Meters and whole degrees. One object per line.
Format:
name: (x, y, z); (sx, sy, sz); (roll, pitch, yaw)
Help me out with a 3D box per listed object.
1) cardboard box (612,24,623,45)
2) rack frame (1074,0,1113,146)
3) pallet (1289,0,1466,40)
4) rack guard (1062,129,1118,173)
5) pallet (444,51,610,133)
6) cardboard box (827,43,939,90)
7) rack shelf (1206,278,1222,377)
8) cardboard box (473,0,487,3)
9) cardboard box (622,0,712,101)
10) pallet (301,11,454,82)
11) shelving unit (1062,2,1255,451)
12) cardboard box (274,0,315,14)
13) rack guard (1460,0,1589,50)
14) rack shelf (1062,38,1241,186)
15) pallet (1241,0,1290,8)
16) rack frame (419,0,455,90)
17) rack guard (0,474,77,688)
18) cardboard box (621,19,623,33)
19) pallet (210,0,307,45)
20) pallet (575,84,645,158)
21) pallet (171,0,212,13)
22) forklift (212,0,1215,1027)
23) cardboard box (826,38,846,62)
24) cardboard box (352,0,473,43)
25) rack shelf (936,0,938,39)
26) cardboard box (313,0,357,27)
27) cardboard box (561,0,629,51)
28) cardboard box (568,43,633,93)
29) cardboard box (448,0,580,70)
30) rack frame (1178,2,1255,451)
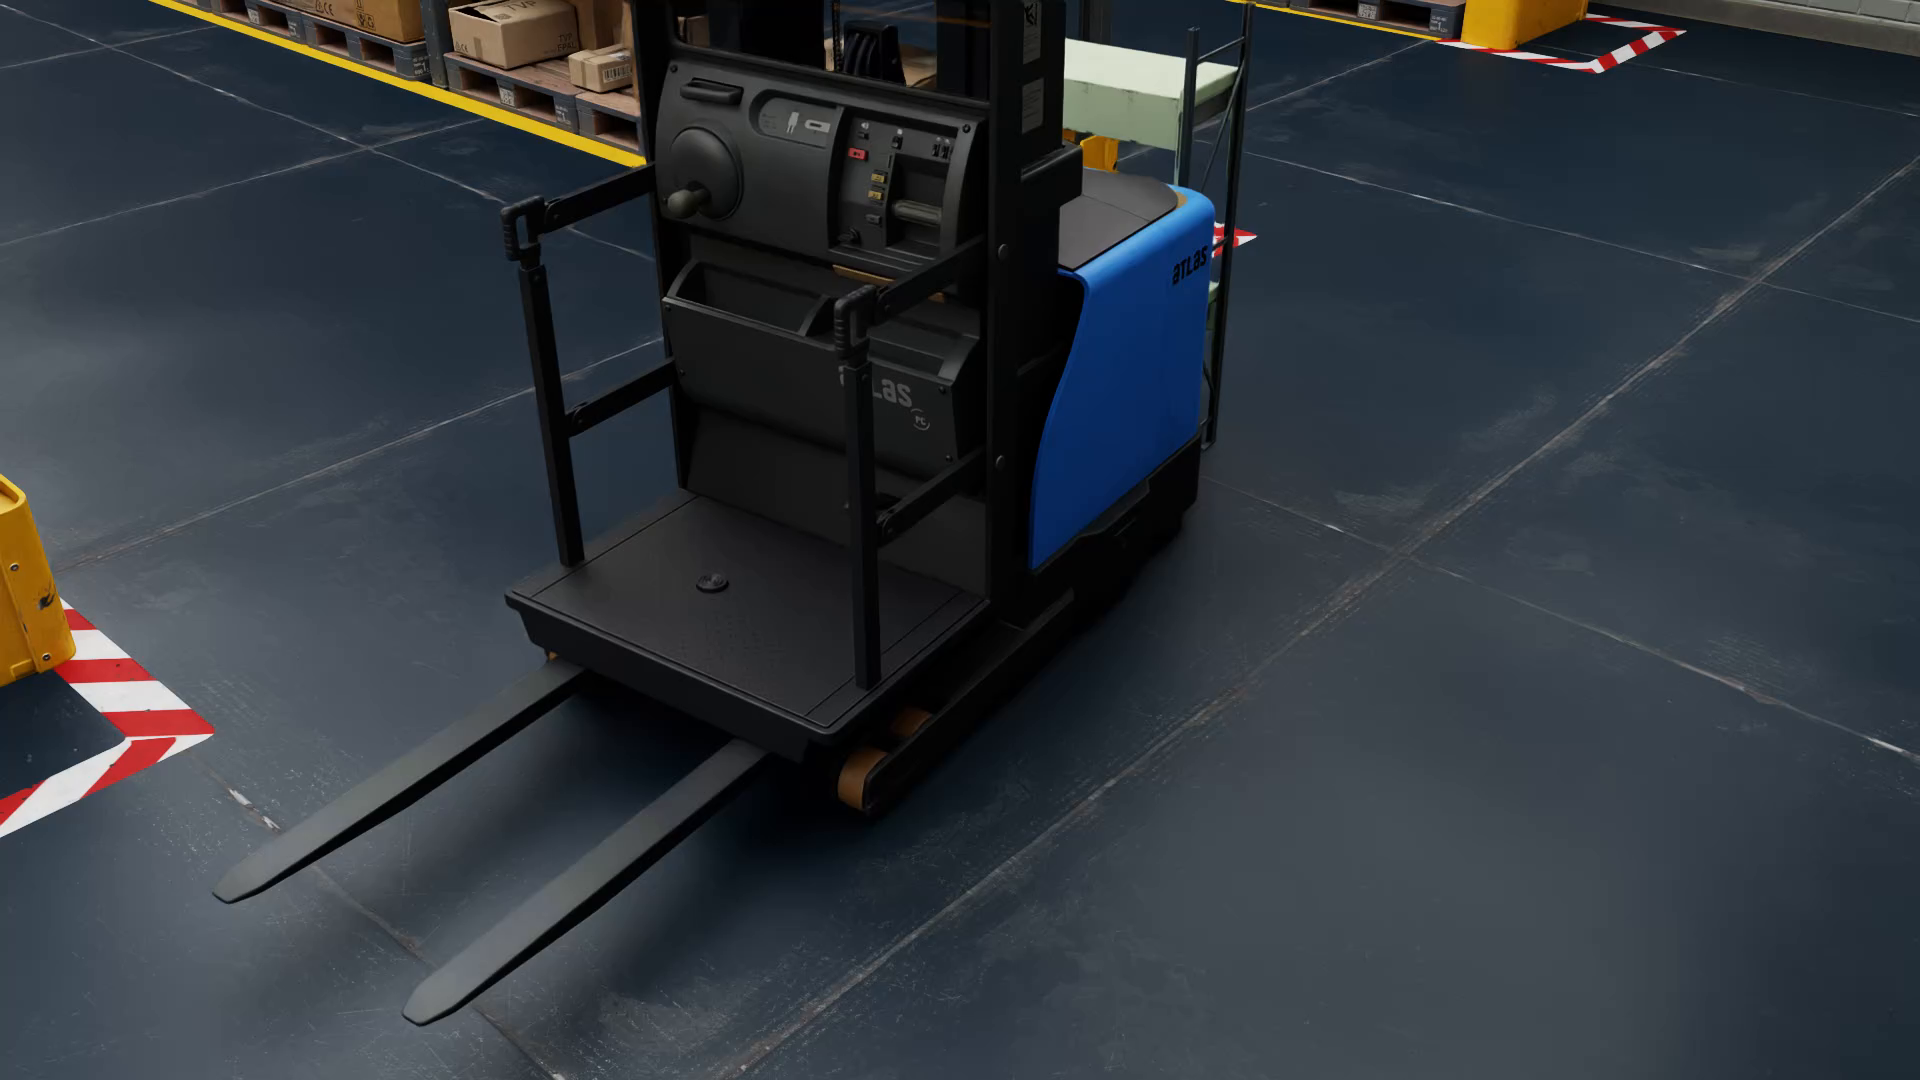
cardboard box: (-1.734, -2.848, 9.411); (0.250, 0.149, 0.380); (25, 39, 35)
rack frame: (0.301, -2.692, 6.814); (0.127, 3.000, 1.000); (25, 39, 35)
pallet: (2.977, -3.640, 11.092); (1.213, 0.211, 1.003); (25, 39, 35)
rack guard: (0.244, -1.648, 7.503); (0.348, 0.500, 1.175); (25, 39, 35)
pallet: (-2.156, -2.644, 9.438); (1.213, 0.211, 1.003); (25, 39, 35)
cardboard box: (-0.268, -1.904, 7.502); (0.500, 0.500, 0.500); (25, 39, 35)
rack shelf: (0.472, -0.732, 5.643); (0.720, 0.370, 0.431); (19, 36, 29)
cardboard box: (-2.860, -3.455, 10.078); (0.500, 0.500, 0.500); (23, 38, 33)
cardboard box: (-1.269, -2.548, 8.567); (0.637, 0.503, 0.797); (25, 39, 35)
pallet: (-3.293, -3.149, 10.277); (1.213, 0.211, 1.003); (25, 39, 35)
shelving unit: (0.472, -1.011, 5.475); (0.755, 1.500, 0.431); (19, 36, 29)
cardboard box: (-3.956, -3.604, 10.325); (0.500, 0.500, 0.500); (26, 39, 36)
rack guard: (3.640, -3.509, 10.594); (0.348, 0.500, 1.175); (25, 39, 35)
rack shelf: (0.472, -1.346, 5.274); (0.720, 0.370, 0.431); (19, 36, 29)
pallet: (2.076, -4.062, 11.794); (1.213, 0.211, 1.003); (25, 39, 35)
rack frame: (-2.665, -4.077, 9.114); (0.127, 3.000, 1.000); (25, 39, 35)
rack guard: (-2.999, 0.275, 4.309); (0.348, 0.500, 1.175); (25, 39, 35)
cardboard box: (-1.496, -2.765, 9.115); (0.500, 0.311, 0.500); (25, 39, 35)
pallet: (-4.202, -3.571, 10.978); (1.213, 0.211, 1.003); (25, 39, 35)
pallet: (-1.248, -2.222, 8.736); (1.213, 0.211, 1.003); (25, 39, 35)
pallet: (-5.103, -3.994, 11.679); (1.213, 0.211, 1.003); (25, 39, 35)
forklift: (-0.480, -0.860, 3.836); (1.130, 2.935, 3.031); (19, 36, 29)
cardboard box: (-0.653, -2.346, 8.478); (0.500, 0.250, 0.500); (25, 39, 35)
cardboard box: (-3.223, -3.256, 9.747); (0.500, 0.500, 0.500); (25, 39, 35)
rack shelf: (-1.182, -3.076, 8.150); (4.000, 0.370, 1.077); (25, 39, 35)
cardboard box: (-3.584, -3.430, 10.036); (0.500, 0.500, 0.500); (25, 39, 35)
cardboard box: (-2.052, -3.106, 9.498); (0.500, 0.500, 0.500); (25, 39, 35)
cardboard box: (-1.851, -2.528, 8.861); (0.250, 0.166, 0.380); (25, 39, 35)
cardboard box: (-2.499, -2.885, 9.315); (0.500, 0.311, 0.500); (25, 39, 35)
rack frame: (0.775, -0.905, 5.299); (0.023, 1.500, 0.400); (19, 36, 29)
